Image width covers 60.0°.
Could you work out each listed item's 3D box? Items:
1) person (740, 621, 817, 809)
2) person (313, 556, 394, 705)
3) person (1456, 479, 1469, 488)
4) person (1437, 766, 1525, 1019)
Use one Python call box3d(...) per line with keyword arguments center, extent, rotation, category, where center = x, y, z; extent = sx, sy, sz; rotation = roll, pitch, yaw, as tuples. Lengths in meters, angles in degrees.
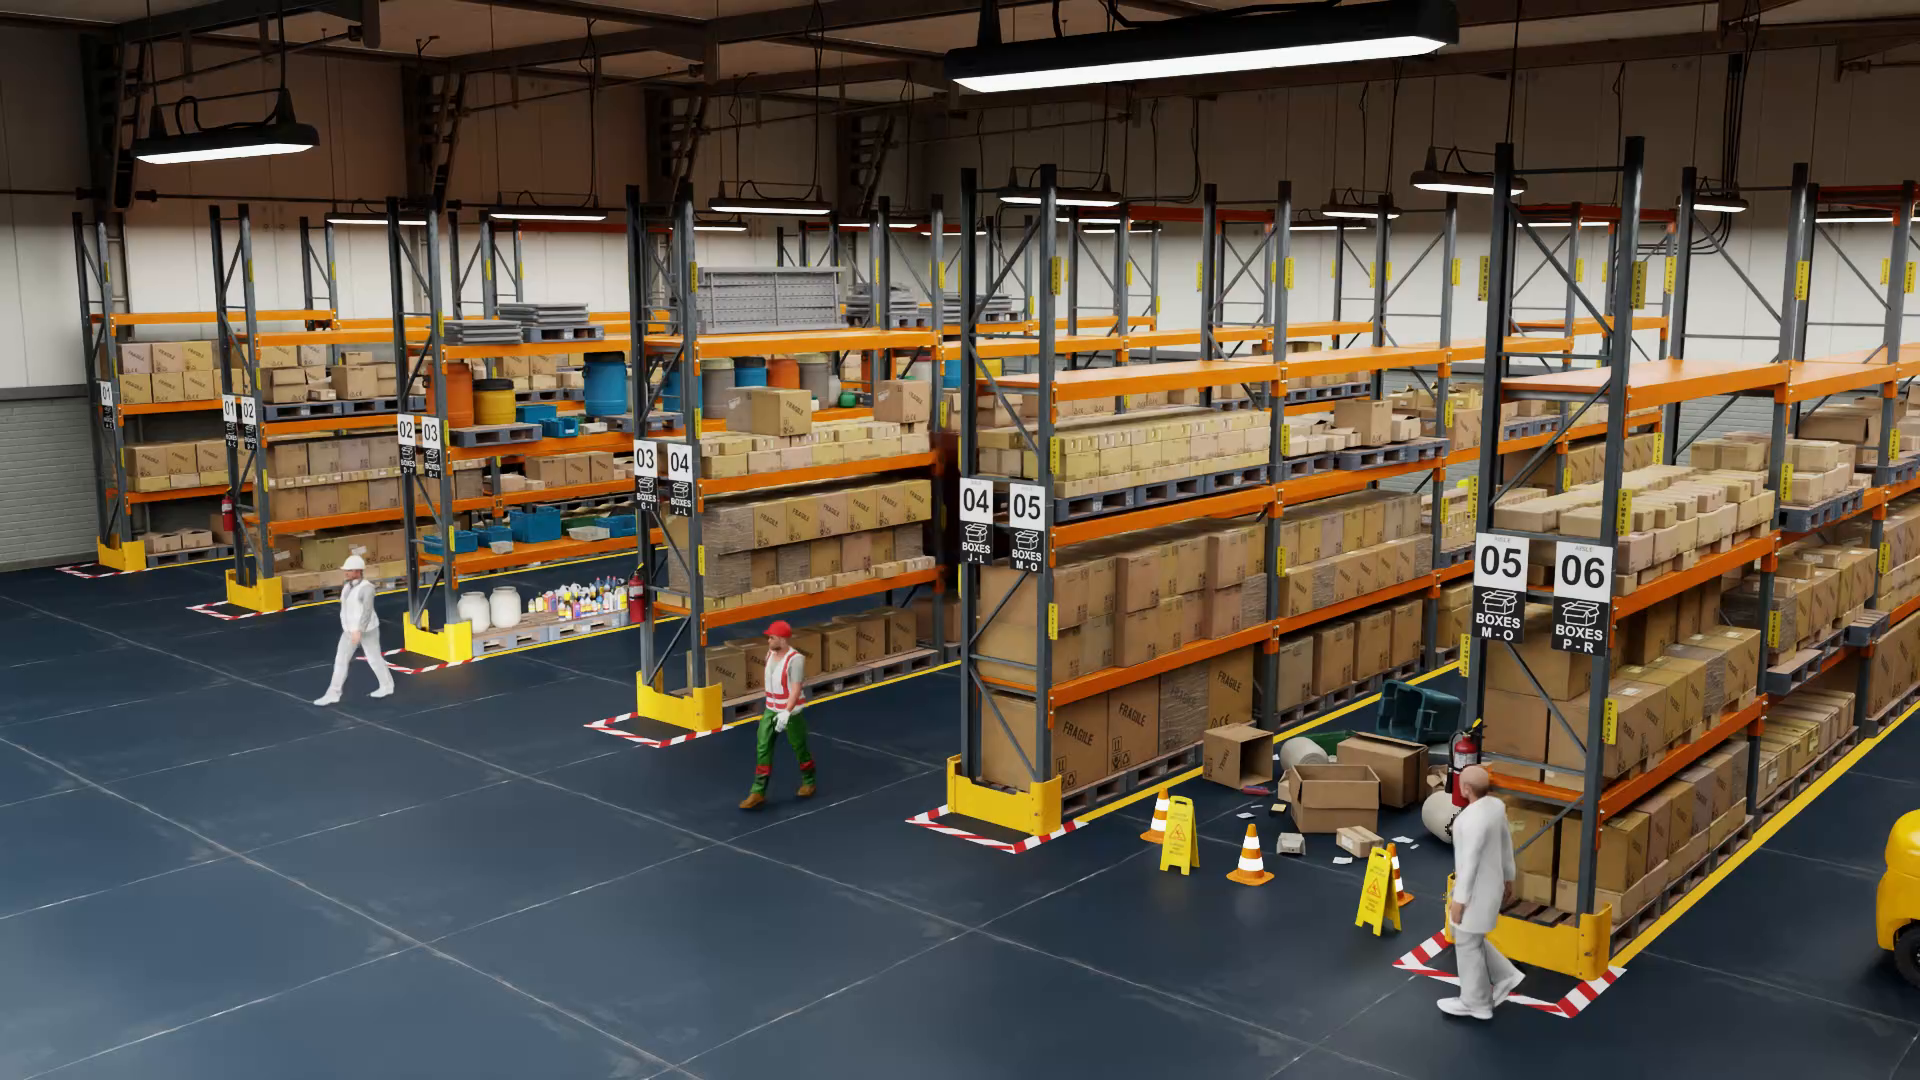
box3d(center=(-1.744, 1.645, 15.945), extent=(0.553, 1.751, 0.895), rotation=(7, 12, 38), category="person")
box3d(center=(-7.147, 1.048, 19.617), extent=(0.565, 1.731, 0.915), rotation=(6, 11, 32), category="person")
box3d(center=(8.046, -0.126, 26.742), extent=(0.625, 1.703, 1.077), rotation=(9, 13, 43), category="person")
box3d(center=(3.582, 2.406, 11.371), extent=(0.572, 1.766, 0.569), rotation=(5, 11, 27), category="person")
